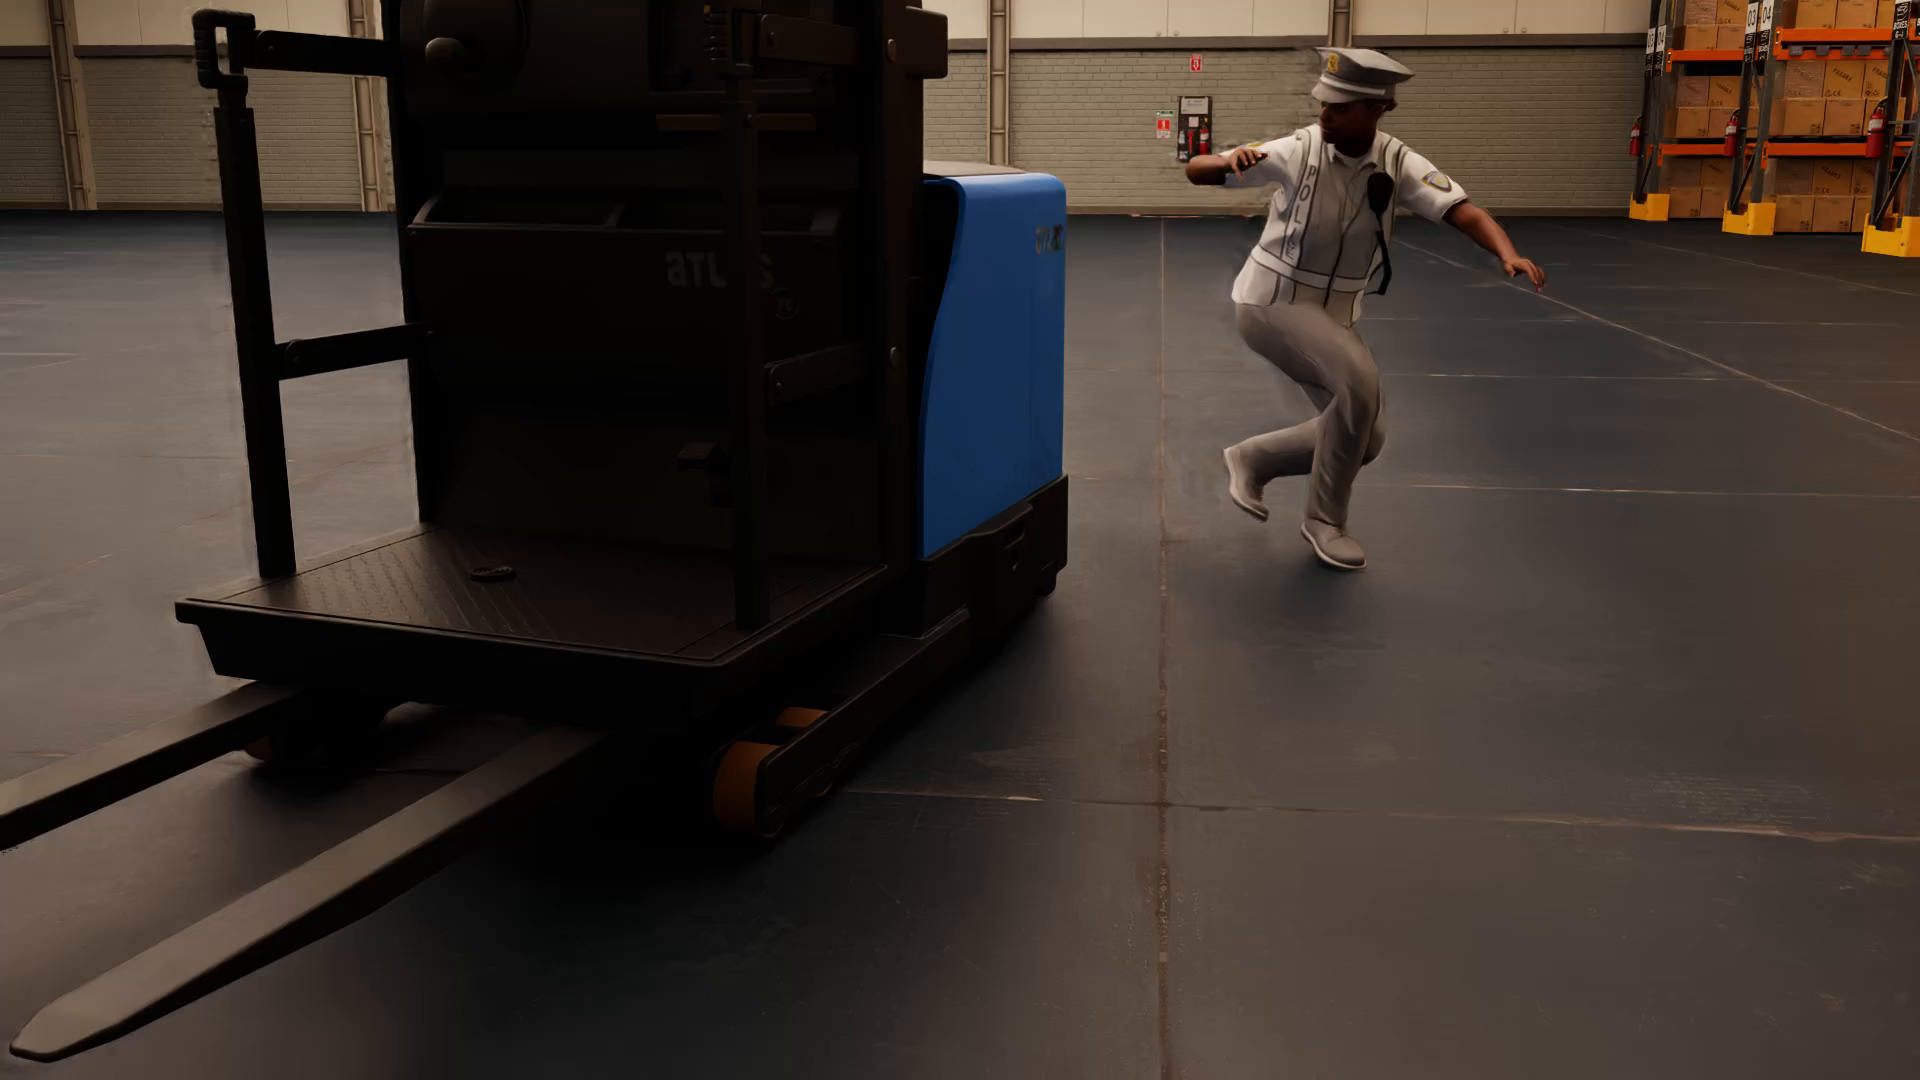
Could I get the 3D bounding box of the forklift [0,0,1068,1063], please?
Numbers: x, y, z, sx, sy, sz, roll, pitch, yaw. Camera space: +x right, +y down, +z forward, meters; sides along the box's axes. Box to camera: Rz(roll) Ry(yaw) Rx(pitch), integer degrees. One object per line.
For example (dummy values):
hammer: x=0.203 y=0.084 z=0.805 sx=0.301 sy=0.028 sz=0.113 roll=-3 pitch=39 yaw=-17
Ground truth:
forklift: x=-0.712 y=-1.029 z=2.911 sx=1.130 sy=2.935 sz=3.031 roll=5 pitch=14 yaw=20

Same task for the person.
person: x=1.035 y=-0.622 z=4.537 sx=0.724 sy=1.406 sz=1.035 roll=-7 pitch=15 yaw=-27
